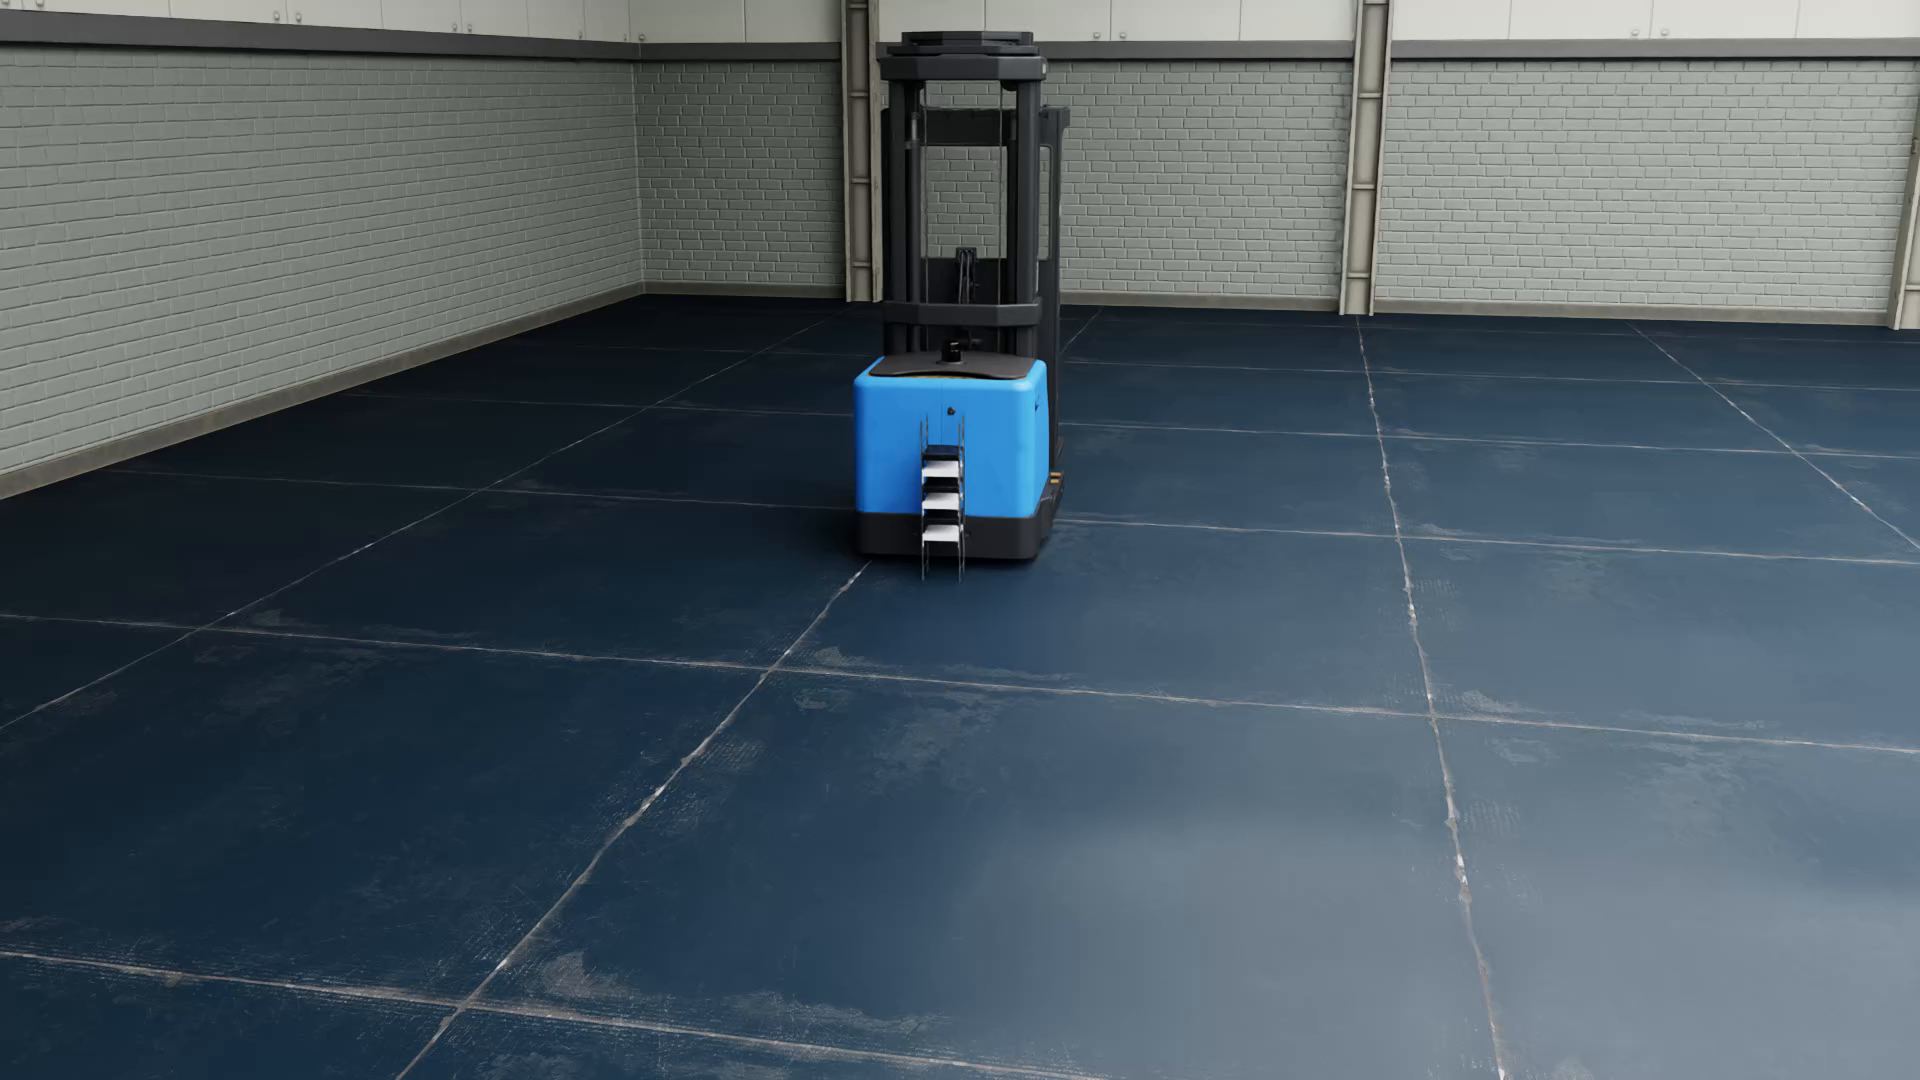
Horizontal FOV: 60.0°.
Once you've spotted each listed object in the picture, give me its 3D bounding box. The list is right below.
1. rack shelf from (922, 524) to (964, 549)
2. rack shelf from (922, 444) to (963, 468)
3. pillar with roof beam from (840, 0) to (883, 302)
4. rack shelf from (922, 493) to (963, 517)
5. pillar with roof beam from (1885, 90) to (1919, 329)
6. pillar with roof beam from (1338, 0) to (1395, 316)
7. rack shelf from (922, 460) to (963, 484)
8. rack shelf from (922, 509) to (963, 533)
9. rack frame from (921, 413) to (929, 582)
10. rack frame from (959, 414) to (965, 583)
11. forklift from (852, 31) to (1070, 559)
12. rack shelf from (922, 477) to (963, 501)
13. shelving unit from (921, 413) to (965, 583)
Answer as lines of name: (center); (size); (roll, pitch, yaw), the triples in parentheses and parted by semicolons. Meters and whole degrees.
rack shelf: (-0.092, -0.026, 9.200); (0.200, 0.077, 0.258); (2, 16, 6)
rack shelf: (-0.092, -0.460, 9.080); (0.200, 0.077, 0.258); (2, 16, 6)
pillar with roof beam: (-2.054, -6.212, 15.560); (0.400, 9.000, 9.100); (3, 16, 11)
rack shelf: (-0.092, -0.200, 9.152); (0.200, 0.077, 0.258); (2, 16, 6)
pillar with roof beam: (9.705, -5.573, 13.255); (0.400, 9.000, 9.100); (3, 16, 11)
pillar with roof beam: (3.825, -5.892, 14.407); (0.400, 9.000, 9.100); (3, 16, 11)
rack shelf: (-0.092, -0.373, 9.104); (0.200, 0.077, 0.258); (2, 16, 6)
rack shelf: (-0.092, -0.113, 9.176); (0.200, 0.077, 0.258); (2, 16, 6)
rack frame: (-0.193, -0.235, 9.154); (0.006, 0.900, 0.240); (2, 16, 6)
rack frame: (0.009, -0.229, 9.132); (0.006, 0.900, 0.240); (2, 16, 6)
forklift: (0.101, -1.651, 10.460); (1.130, 2.935, 3.031); (2, 16, 8)
rack shelf: (-0.092, -0.286, 9.128); (0.200, 0.077, 0.258); (2, 16, 6)
shelving unit: (-0.092, -0.232, 9.143); (0.210, 0.900, 0.258); (2, 16, 6)
